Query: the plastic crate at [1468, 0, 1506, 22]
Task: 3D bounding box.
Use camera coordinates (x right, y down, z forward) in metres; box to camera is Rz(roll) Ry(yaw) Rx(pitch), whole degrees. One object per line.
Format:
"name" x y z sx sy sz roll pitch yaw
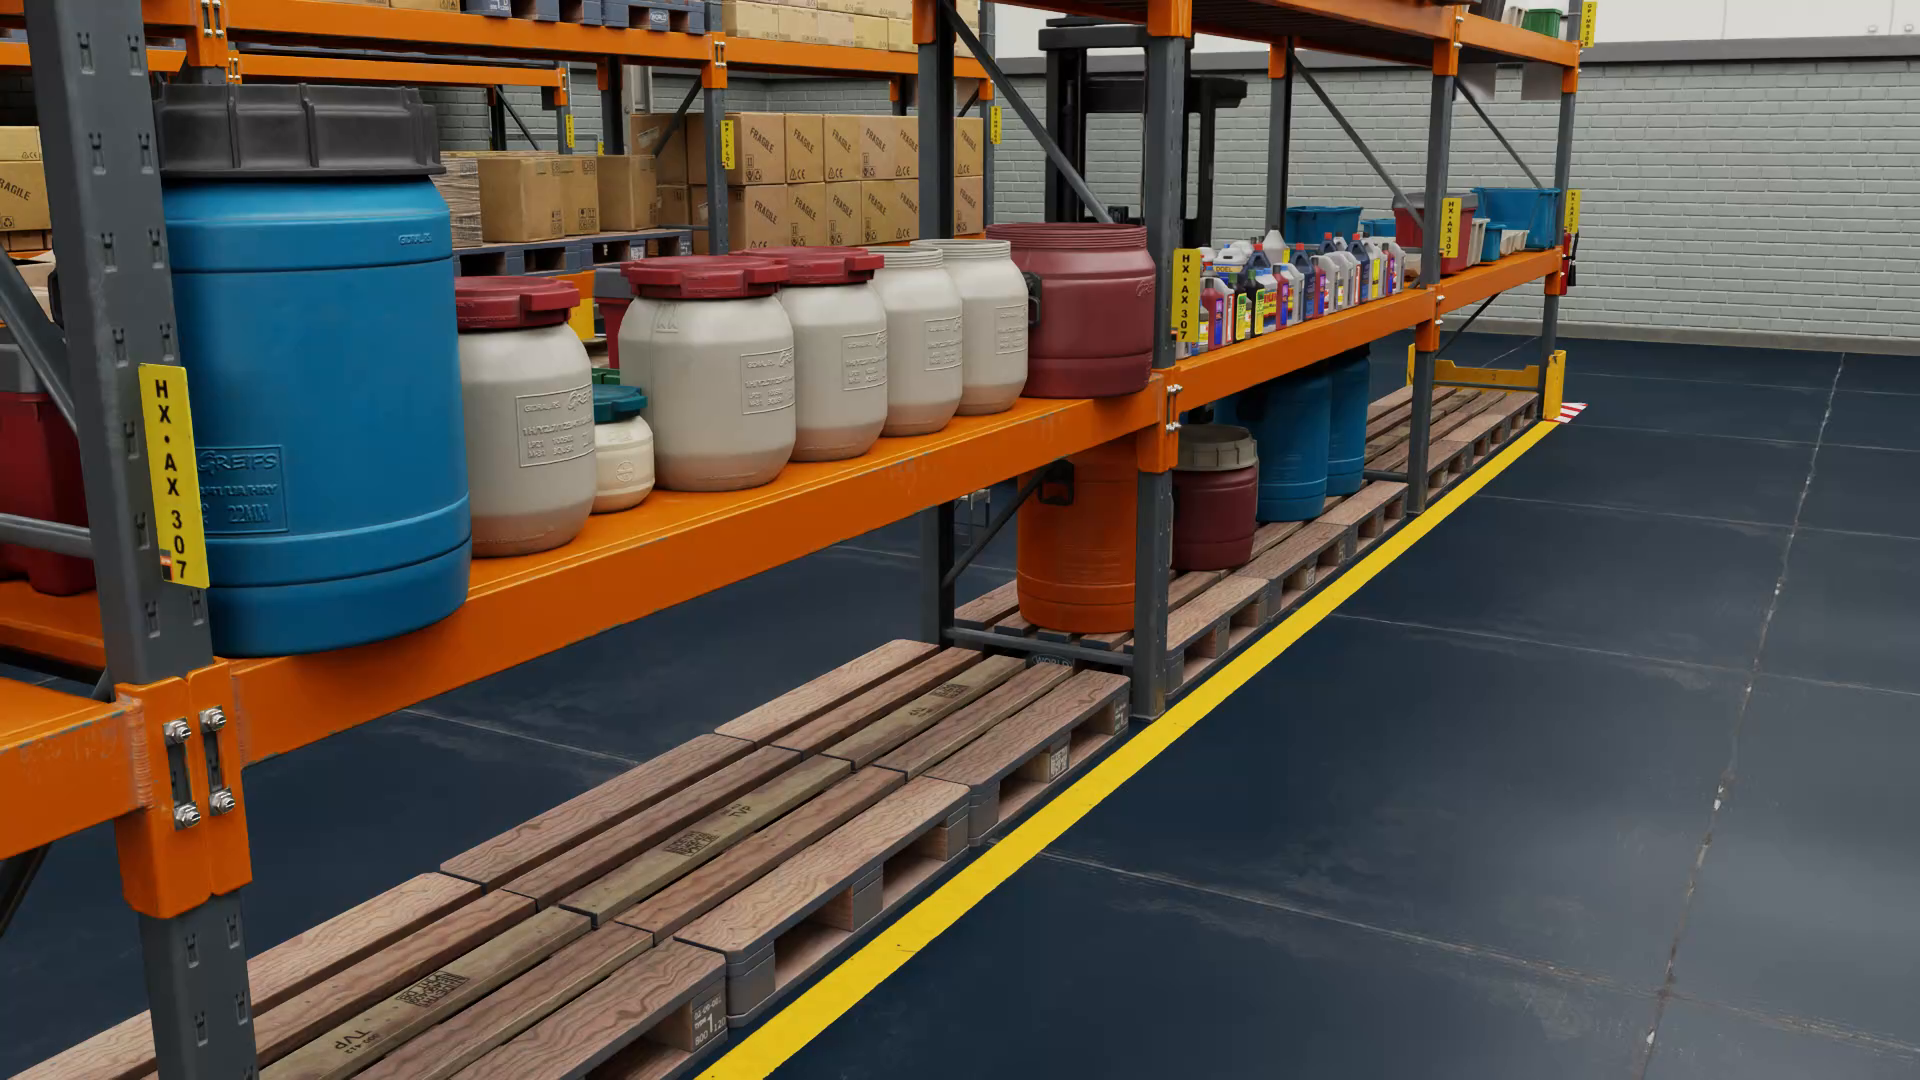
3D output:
"plastic crate" 3.085 -3.282 10.127 0.497 0.269 0.590 7 15 28

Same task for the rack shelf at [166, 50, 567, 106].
"rack shelf" -5.462 -4.305 15.626 1.077 0.370 4.000 7 15 28

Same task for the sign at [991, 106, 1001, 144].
"sign" 0.320 -3.696 14.819 0.100 0.325 0.005 7 15 28

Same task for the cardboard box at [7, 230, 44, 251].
"cardboard box" -7.135 -2.264 12.516 0.380 0.149 0.250 8 16 30

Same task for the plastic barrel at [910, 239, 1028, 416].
"plastic barrel" 0.000 -0.662 5.142 0.421 0.512 0.421 0 14 0

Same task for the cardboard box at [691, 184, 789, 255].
"cardboard box" -1.605 -2.348 12.160 0.500 0.500 0.500 8 16 30

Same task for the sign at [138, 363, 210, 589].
"sign" -1.147 -0.093 2.427 0.100 0.325 0.005 7 15 28

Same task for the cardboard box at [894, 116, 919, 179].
"cardboard box" -0.621 -3.248 13.759 0.500 0.500 0.500 8 16 30

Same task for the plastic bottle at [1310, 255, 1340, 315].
"plastic bottle" 1.739 -1.232 8.010 0.152 0.276 0.135 7 15 28

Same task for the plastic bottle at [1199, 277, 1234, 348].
"plastic bottle" 1.026 -0.930 6.756 0.152 0.276 0.135 7 15 28

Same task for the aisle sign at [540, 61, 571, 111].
"aisle sign" -4.197 -4.852 17.211 0.394 0.787 0.004 7 15 28

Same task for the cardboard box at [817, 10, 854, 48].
"cardboard box" -1.150 -3.887 12.678 0.500 0.250 0.500 7 15 28

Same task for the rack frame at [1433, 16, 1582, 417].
"rack frame" 4.178 -2.485 12.939 1.000 3.000 0.127 7 15 28

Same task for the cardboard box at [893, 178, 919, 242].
"cardboard box" -0.629 -2.764 13.884 0.500 0.500 0.500 8 15 28

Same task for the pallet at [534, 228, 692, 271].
"pallet" -2.572 -1.981 11.260 1.003 0.211 1.213 7 15 28

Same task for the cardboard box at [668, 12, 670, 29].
"cardboard box" -2.088 -3.741 12.071 0.500 0.250 0.500 7 15 28

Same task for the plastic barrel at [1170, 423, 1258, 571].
"plastic barrel" 1.078 -0.209 7.750 0.600 0.588 0.708 7 15 28

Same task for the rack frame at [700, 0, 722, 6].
"rack frame" -2.090 -5.142 11.163 1.000 3.000 0.127 7 15 28

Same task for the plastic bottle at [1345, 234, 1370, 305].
"plastic bottle" 1.997 -1.376 8.447 0.144 0.351 0.185 7 15 28

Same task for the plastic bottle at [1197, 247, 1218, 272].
"plastic bottle" 1.239 -1.362 8.547 0.152 0.276 0.135 7 15 28

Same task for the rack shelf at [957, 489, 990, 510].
"rack shelf" 0.004 -0.232 8.985 0.258 0.077 0.200 7 15 28

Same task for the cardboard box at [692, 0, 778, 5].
"cardboard box" -1.638 -3.926 11.771 0.500 0.250 0.500 7 15 28

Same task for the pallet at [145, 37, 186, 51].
"pallet" -6.828 -3.958 13.058 0.805 0.209 1.217 7 15 26

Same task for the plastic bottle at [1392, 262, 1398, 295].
"plastic bottle" 2.304 -1.423 8.959 0.097 0.201 0.097 0 14 0

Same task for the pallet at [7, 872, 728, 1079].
"pallet" -1.278 1.168 3.740 1.003 0.211 1.213 7 15 28

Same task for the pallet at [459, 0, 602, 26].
"pallet" -2.966 -3.254 10.131 1.213 0.211 1.003 7 15 28

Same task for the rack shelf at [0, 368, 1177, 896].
"rack shelf" -0.656 -0.083 4.513 1.077 0.370 4.000 7 15 28

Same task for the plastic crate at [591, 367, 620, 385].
"plastic crate" -1.029 -0.309 4.367 0.450 0.188 0.662 7 15 28

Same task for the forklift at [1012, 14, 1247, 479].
"forklift" 1.237 -2.025 11.180 1.130 2.935 3.031 7 15 27

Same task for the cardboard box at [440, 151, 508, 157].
"cardboard box" -5.074 -3.497 16.497 0.980 0.700 0.700 7 15 28

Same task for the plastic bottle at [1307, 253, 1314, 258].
"plastic bottle" 1.733 -1.288 8.251 0.097 0.271 0.097 0 14 0

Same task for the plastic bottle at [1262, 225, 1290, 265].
"plastic bottle" 1.771 -1.596 9.359 0.144 0.351 0.185 7 15 28

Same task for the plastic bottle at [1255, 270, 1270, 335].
"plastic bottle" 1.282 -1.023 7.152 0.097 0.271 0.097 0 14 0

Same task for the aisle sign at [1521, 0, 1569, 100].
"aisle sign" 4.469 -3.730 12.558 0.394 0.787 0.004 7 15 28

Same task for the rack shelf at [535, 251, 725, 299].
"rack shelf" -3.057 -1.466 10.248 1.077 0.370 4.000 7 15 28

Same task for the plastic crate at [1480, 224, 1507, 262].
"plastic crate" 3.409 -1.982 11.083 0.416 0.233 0.300 7 15 28

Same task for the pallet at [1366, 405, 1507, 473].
"pallet" 3.154 -0.715 11.548 1.003 0.211 1.213 7 15 28

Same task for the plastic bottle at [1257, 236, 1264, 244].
"plastic bottle" 1.693 -1.580 9.437 0.061 0.283 0.133 7 15 28

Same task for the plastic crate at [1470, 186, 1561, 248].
"plastic crate" 4.179 -2.441 12.555 0.616 0.435 0.499 7 15 28

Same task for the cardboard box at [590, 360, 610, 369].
"cardboard box" -2.567 -0.888 10.710 0.500 0.500 0.500 8 16 29

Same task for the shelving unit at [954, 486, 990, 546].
"shelving unit" 0.004 -0.439 8.935 0.258 0.900 0.210 7 15 28

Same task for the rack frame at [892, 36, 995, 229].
"rack frame" -0.157 -3.047 15.270 1.000 3.000 0.127 7 15 28

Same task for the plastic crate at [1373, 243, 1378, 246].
"plastic crate" 2.550 -1.819 10.639 0.437 0.125 0.590 7 15 28

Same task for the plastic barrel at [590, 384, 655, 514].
"plastic barrel" -0.849 -0.209 3.797 0.301 0.262 0.301 0 14 0

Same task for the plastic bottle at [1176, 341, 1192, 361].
"plastic bottle" 0.803 -0.835 6.362 0.152 0.276 0.135 7 15 28

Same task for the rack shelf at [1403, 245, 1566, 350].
"rack shelf" 3.211 -1.724 11.321 1.077 0.370 4.000 7 15 28

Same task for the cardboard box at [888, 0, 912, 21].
"cardboard box" -0.668 -4.336 13.471 0.500 0.250 0.500 7 15 28

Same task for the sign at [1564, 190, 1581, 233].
"sign" 4.667 -2.505 12.675 0.100 0.325 0.005 7 15 28

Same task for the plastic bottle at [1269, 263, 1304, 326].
"plastic bottle" 1.473 -1.120 7.542 0.152 0.276 0.135 7 15 28

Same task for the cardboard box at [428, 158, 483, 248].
"cardboard box" -3.209 -1.966 9.679 0.700 0.500 0.500 11 17 38

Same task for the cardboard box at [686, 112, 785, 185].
"cardboard box" -1.616 -2.825 12.006 0.500 0.500 0.500 8 16 29

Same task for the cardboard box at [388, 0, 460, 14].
"cardboard box" -3.345 -3.217 9.362 0.910 0.500 0.500 7 15 28
